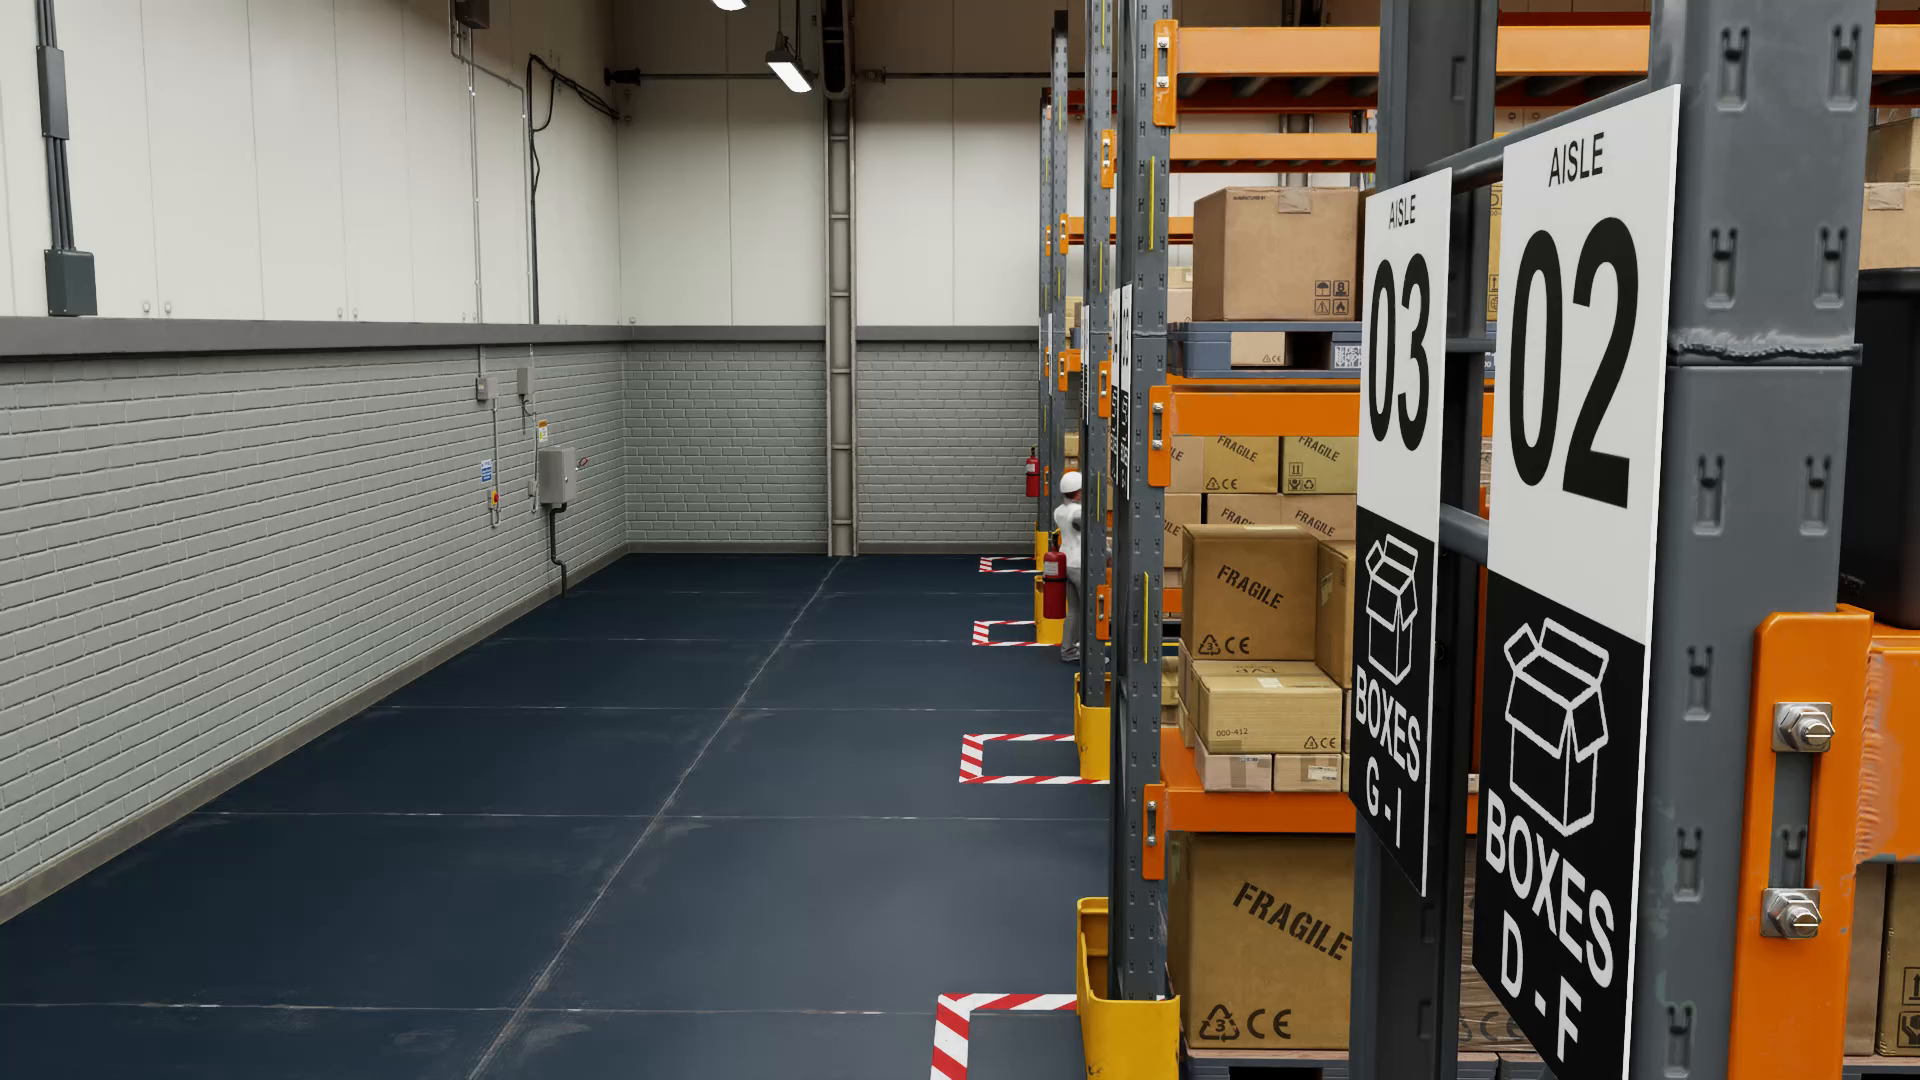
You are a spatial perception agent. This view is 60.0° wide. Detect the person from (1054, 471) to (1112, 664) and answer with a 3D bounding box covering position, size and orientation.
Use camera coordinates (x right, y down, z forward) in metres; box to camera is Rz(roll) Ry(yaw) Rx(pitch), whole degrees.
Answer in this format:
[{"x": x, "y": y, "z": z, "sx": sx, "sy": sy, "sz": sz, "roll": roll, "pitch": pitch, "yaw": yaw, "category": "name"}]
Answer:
[{"x": 1.171, "y": 0.247, "z": 15.232, "sx": 0.559, "sy": 1.762, "sz": 0.494, "roll": -3, "pitch": 8, "yaw": -24, "category": "person"}]
